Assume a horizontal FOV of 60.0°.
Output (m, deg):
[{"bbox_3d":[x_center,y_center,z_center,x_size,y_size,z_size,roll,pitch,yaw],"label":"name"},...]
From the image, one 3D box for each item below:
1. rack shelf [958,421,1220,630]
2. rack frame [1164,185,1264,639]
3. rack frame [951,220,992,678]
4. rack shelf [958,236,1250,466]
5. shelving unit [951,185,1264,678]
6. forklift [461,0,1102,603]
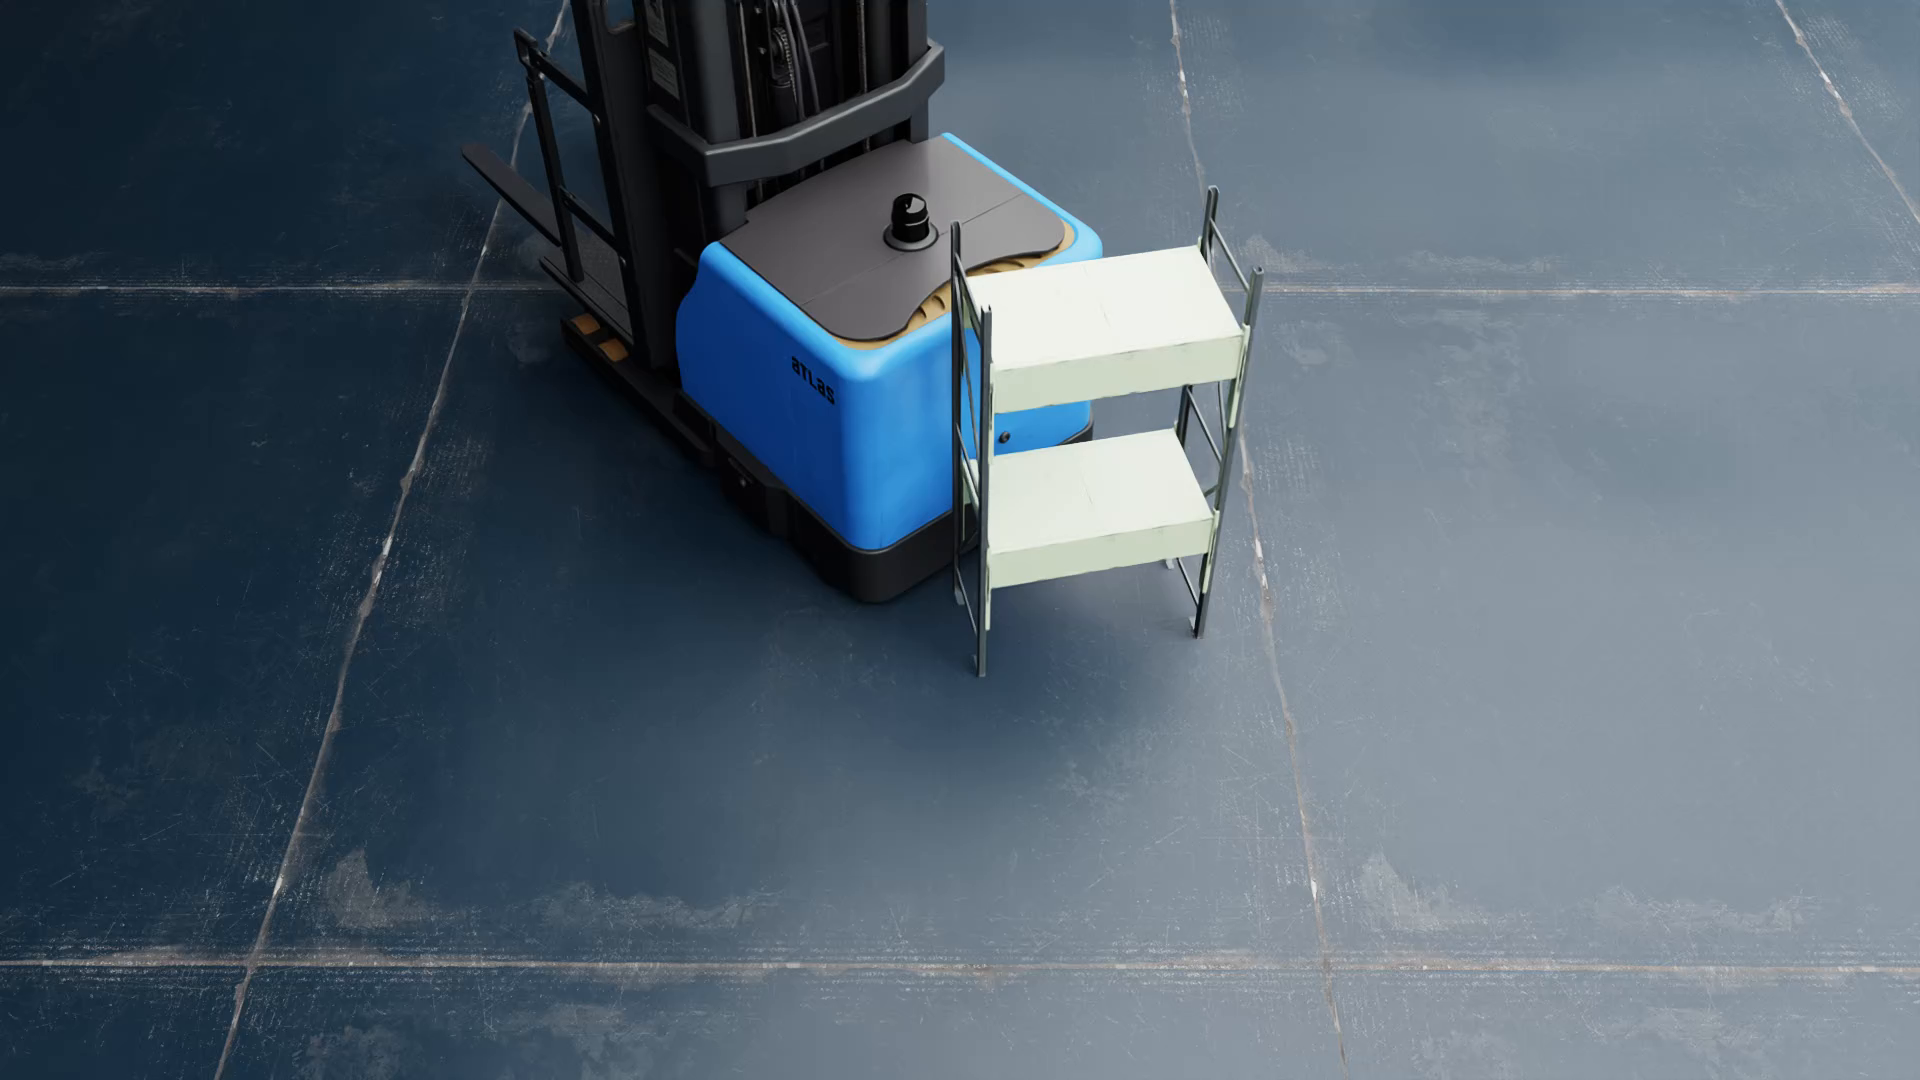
[{"bbox_3d":[0.386,-0.049,5.216,0.720,0.370,0.431,-9,48,-9],"label":"rack shelf"},{"bbox_3d":[0.743,-0.329,5.032,0.023,1.500,0.400,-9,48,-9],"label":"rack frame"},{"bbox_3d":[0.028,-0.213,4.923,0.023,1.500,0.400,-9,48,-9],"label":"rack frame"},{"bbox_3d":[0.386,-0.537,4.692,0.720,0.370,0.431,-9,48,-9],"label":"rack shelf"},{"bbox_3d":[0.386,-0.271,4.978,0.755,1.500,0.431,-9,48,-9],"label":"shelving unit"},{"bbox_3d":[-0.870,-1.807,5.430,1.130,2.935,3.031,-32,55,-26],"label":"forklift"}]
